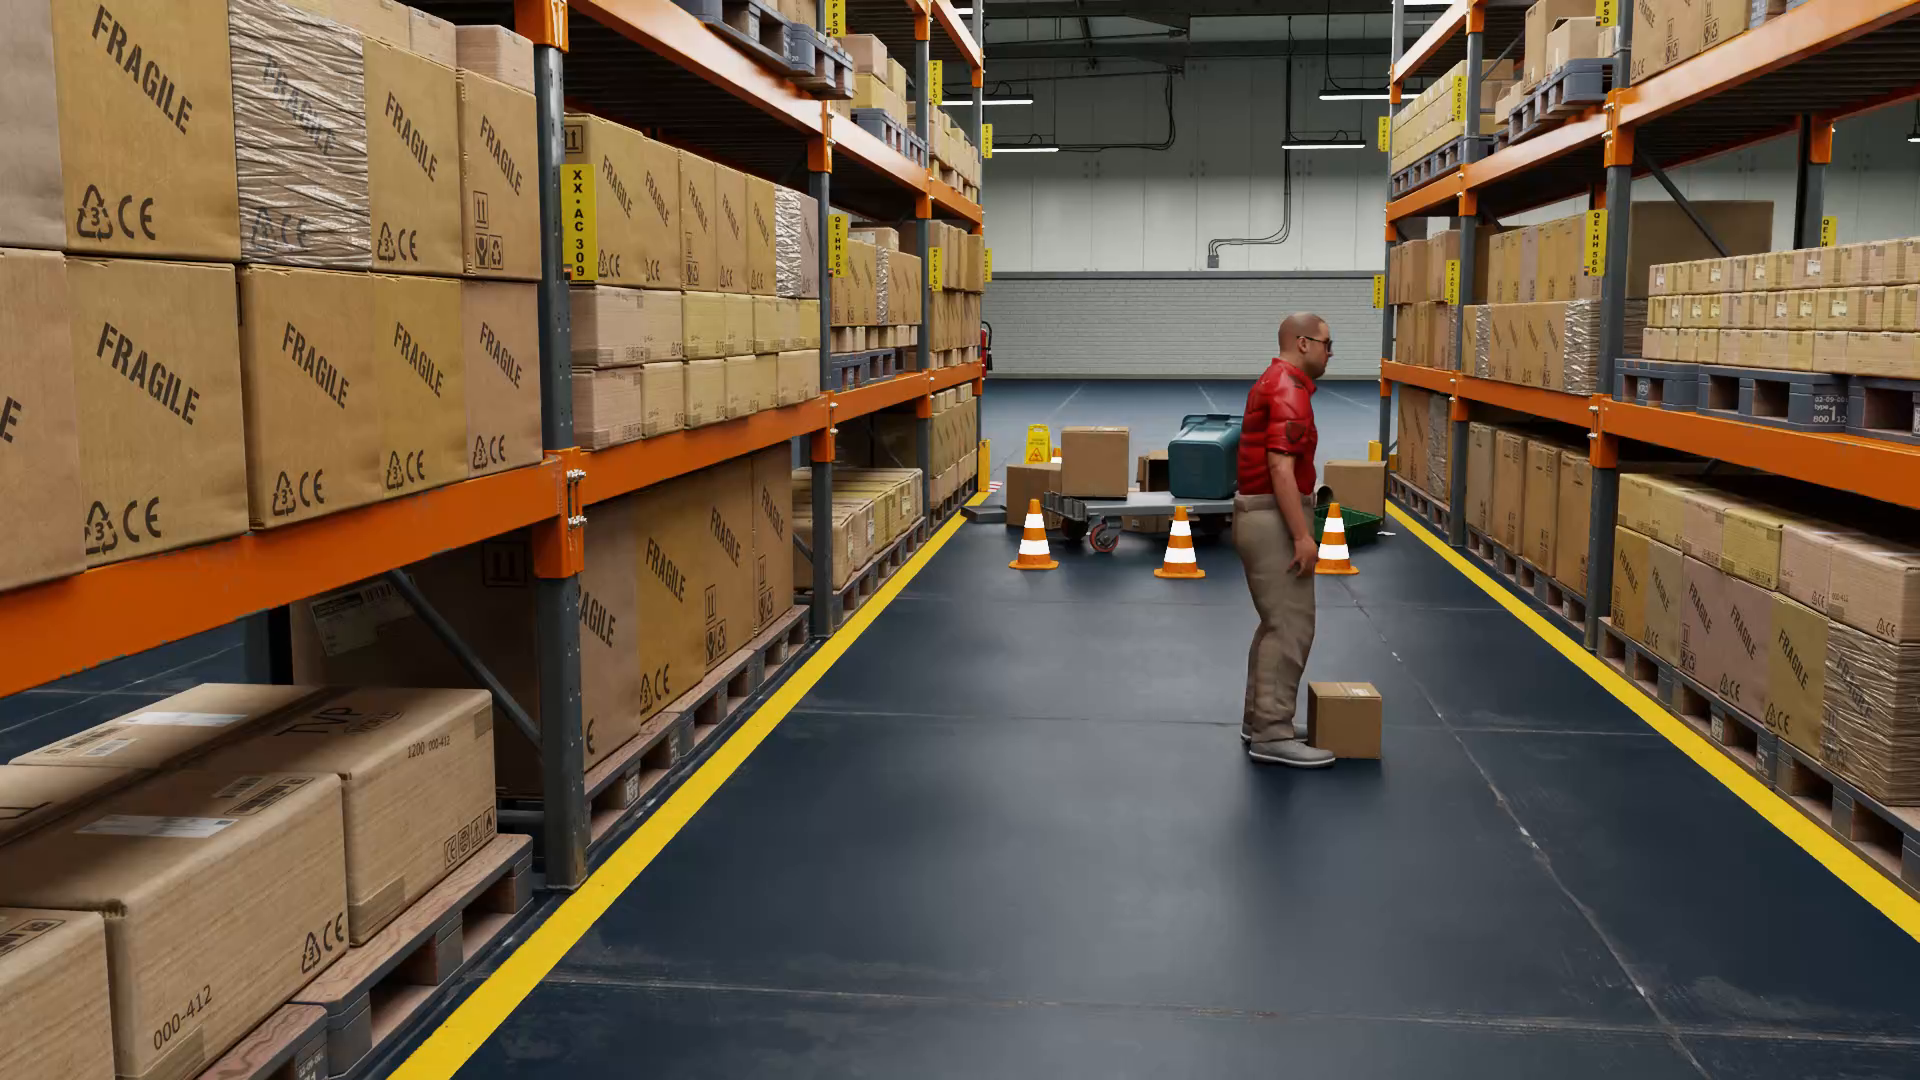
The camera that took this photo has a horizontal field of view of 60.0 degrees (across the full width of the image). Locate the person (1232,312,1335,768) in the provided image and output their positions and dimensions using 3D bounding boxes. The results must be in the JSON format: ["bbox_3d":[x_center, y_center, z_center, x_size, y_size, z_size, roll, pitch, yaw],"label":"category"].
[{"bbox_3d":[1.266,-0.023,6.515,0.383,1.728,0.601,1,8,4],"label":"person"}]
